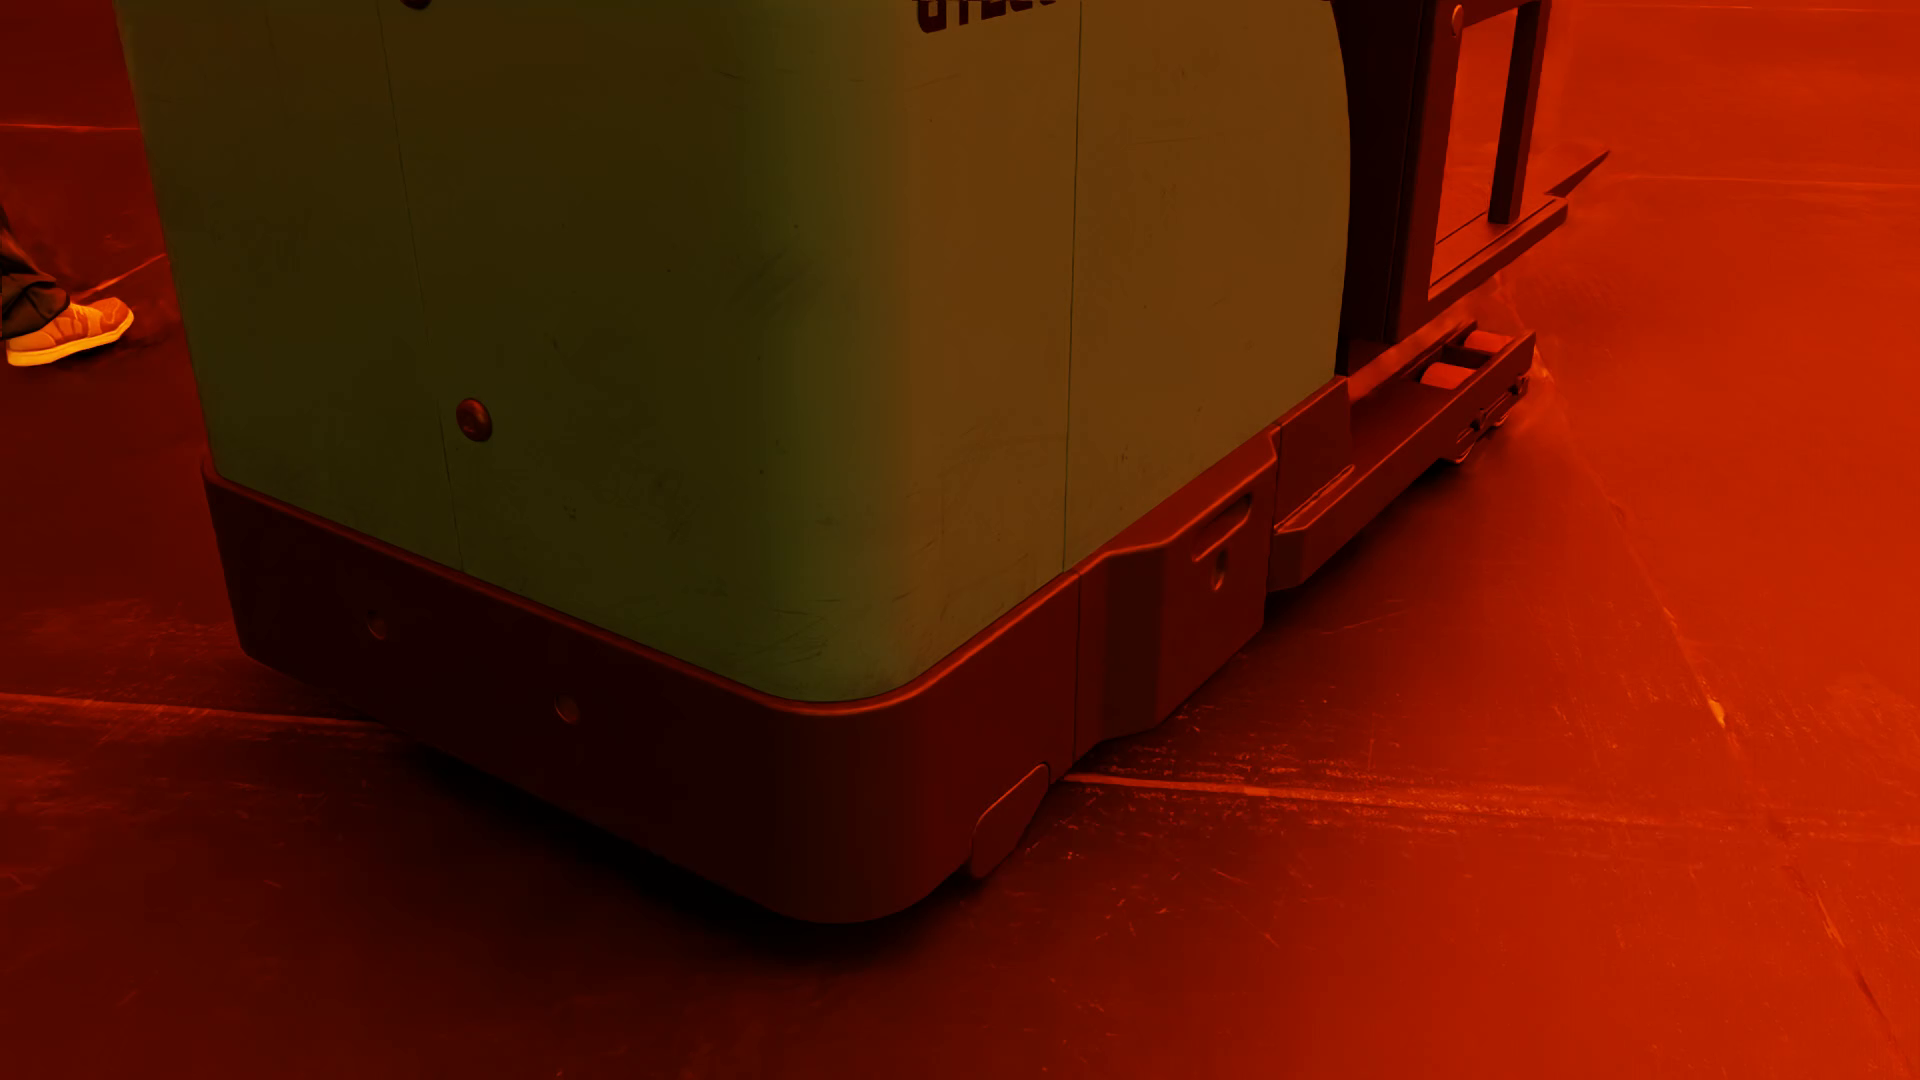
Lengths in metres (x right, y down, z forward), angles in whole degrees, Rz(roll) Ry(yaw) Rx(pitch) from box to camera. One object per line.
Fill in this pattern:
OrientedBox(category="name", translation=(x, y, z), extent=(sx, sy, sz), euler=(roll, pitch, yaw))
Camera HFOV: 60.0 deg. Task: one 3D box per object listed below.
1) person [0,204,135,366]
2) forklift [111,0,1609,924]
OrientedBox(category="person", translation=(-2.155, -0.907, 2.765), extent=(0.880, 1.460, 0.842), euler=(9, 28, 17))
OrientedBox(category="forklift", translation=(0.343, -1.547, 2.318), extent=(1.130, 2.935, 3.031), euler=(17, 31, 31))
